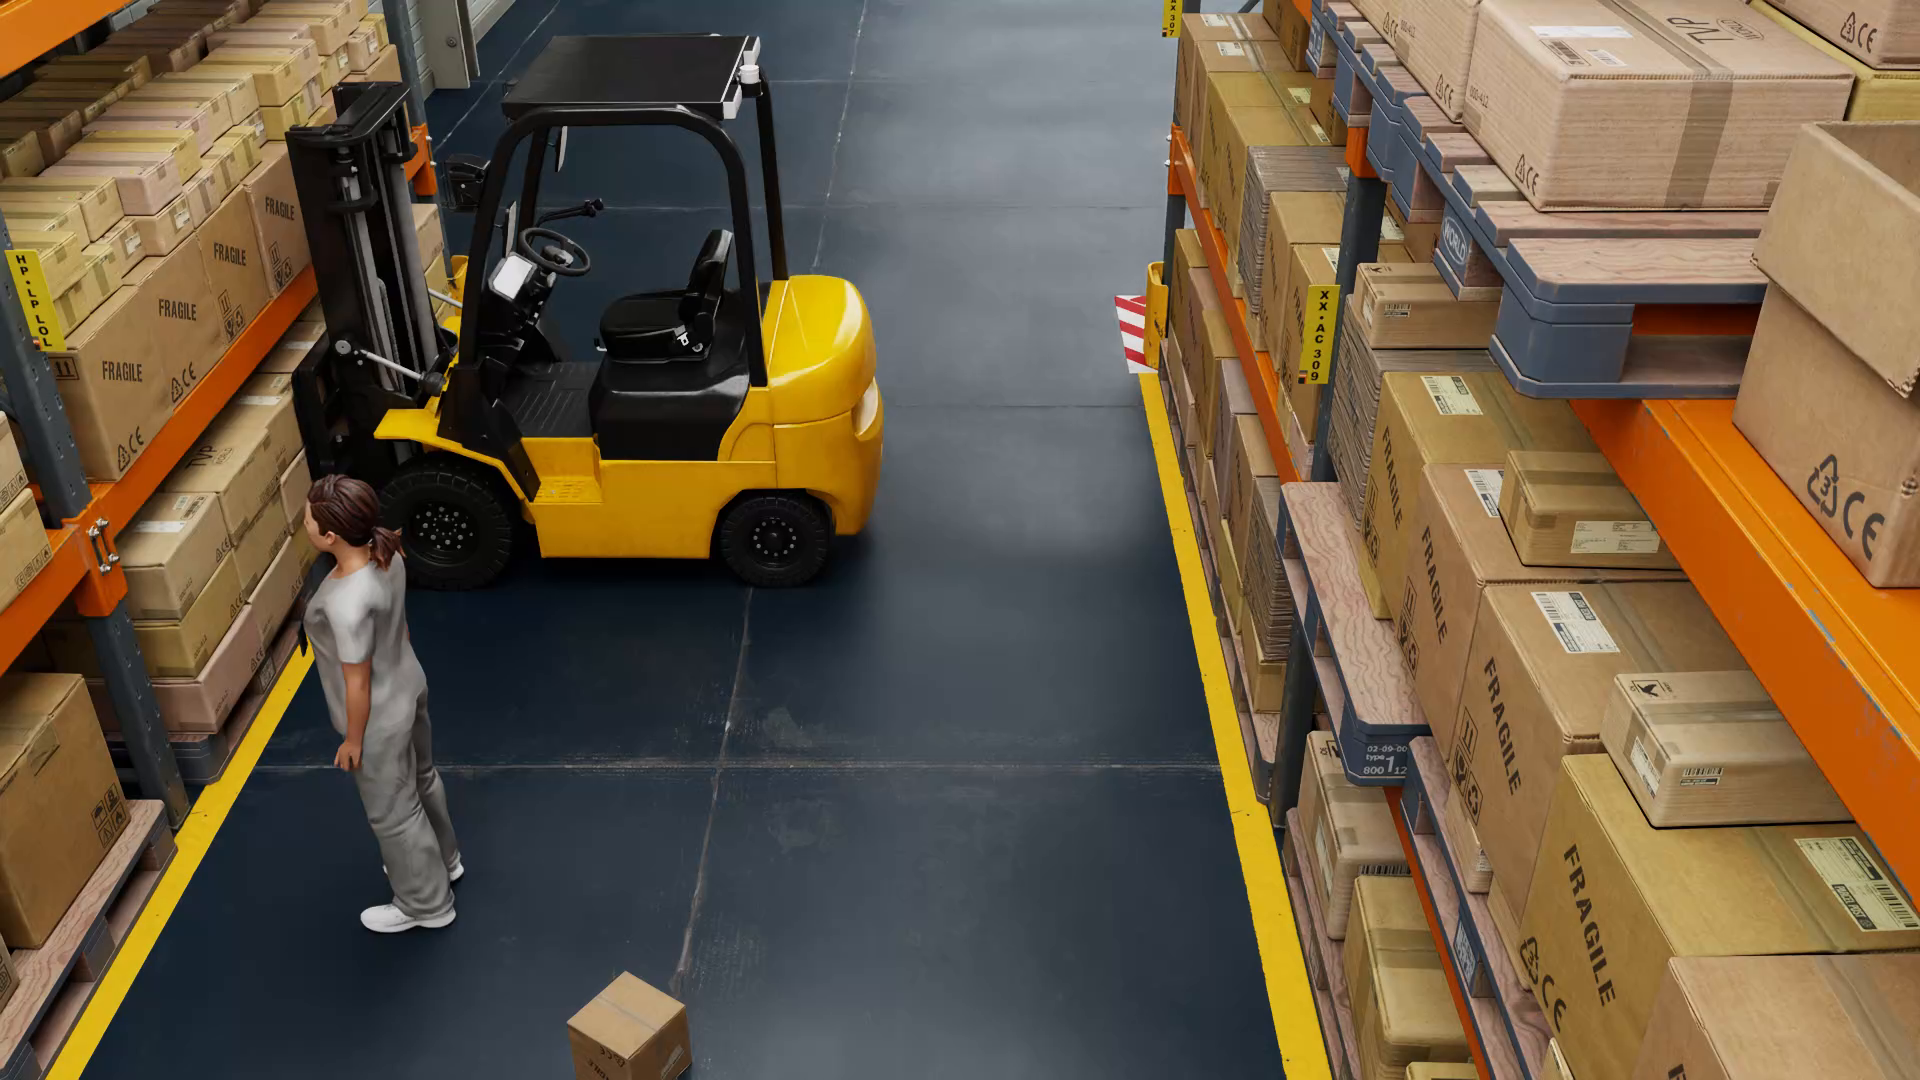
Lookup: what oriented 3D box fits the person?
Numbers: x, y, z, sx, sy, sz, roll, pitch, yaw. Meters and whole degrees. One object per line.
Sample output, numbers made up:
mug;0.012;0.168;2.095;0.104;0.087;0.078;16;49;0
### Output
person;-1.847;0.553;5.273;0.375;1.680;0.443;0;32;1
